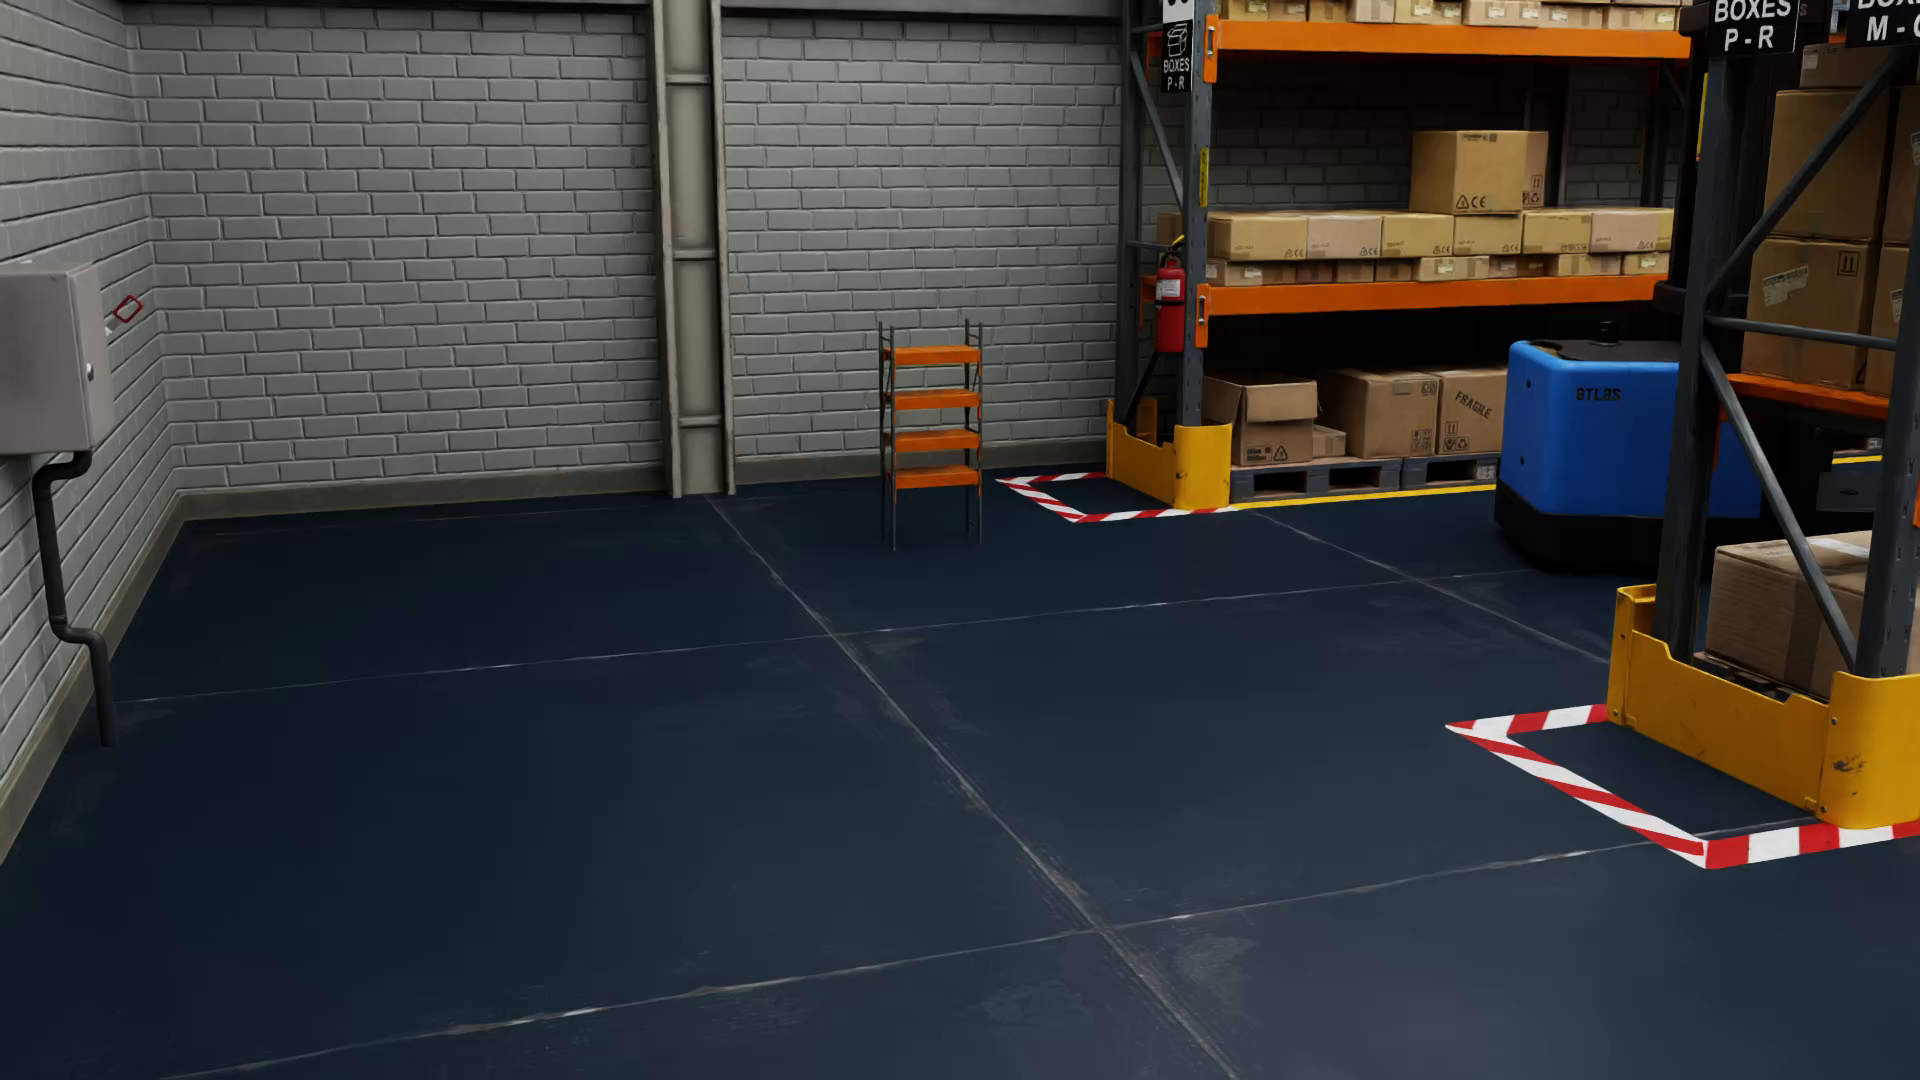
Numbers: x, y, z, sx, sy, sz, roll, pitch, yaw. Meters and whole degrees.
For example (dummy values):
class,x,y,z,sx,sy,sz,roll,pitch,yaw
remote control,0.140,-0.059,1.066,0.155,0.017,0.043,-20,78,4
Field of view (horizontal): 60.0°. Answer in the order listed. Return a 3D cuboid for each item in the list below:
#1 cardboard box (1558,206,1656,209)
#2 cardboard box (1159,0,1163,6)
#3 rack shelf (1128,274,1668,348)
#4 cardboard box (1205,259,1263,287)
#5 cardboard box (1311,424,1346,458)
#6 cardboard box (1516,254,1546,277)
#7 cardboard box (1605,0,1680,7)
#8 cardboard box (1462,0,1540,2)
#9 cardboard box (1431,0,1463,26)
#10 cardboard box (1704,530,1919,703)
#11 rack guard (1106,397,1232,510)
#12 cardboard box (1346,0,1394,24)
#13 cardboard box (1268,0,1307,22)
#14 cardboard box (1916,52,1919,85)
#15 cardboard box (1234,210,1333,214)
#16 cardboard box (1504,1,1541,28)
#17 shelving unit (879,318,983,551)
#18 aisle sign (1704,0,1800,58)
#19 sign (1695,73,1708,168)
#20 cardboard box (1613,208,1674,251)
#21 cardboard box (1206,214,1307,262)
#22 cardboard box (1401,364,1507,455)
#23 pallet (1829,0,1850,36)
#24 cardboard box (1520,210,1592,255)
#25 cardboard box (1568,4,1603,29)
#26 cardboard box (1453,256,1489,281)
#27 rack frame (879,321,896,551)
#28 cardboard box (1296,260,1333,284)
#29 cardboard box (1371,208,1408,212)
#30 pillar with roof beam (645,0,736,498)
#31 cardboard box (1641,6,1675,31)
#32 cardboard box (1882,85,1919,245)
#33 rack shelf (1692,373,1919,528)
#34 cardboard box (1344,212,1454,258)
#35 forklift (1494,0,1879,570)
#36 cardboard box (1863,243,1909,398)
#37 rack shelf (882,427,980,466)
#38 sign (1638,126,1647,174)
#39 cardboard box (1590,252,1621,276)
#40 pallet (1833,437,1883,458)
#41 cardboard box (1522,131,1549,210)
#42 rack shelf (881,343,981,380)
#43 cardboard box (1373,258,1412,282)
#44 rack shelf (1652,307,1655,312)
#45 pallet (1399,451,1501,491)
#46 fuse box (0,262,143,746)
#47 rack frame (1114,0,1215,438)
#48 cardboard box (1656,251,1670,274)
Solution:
class,x,y,z,sx,sy,sz,roll,pitch,yaw
cardboard box,4.451,-2.156,11.404,0.500,0.250,0.500,-5,14,-19
cardboard box,1.550,-3.389,10.110,0.500,0.250,0.500,-5,14,-19
rack shelf,3.111,-1.564,10.789,4.000,0.370,1.077,-4,14,-18
cardboard box,1.614,-1.608,9.963,0.250,0.149,0.380,-5,14,-18
cardboard box,2.240,-0.630,10.565,0.250,0.149,0.380,-5,14,-20
cardboard box,3.535,-1.779,10.681,0.250,0.149,0.380,-4,14,-17
cardboard box,4.139,-3.461,10.410,0.500,0.250,0.500,-5,14,-20
cardboard box,3.170,-3.390,10.112,0.500,0.250,0.500,-5,14,-19
cardboard box,2.810,-3.164,10.025,0.250,0.149,0.380,-5,14,-19
cardboard box,3.395,0.294,6.054,0.875,0.438,0.875,-5,14,-20
rack guard,1.287,-0.555,10.398,0.348,0.500,1.175,-4,14,-18
cardboard box,2.349,-3.112,9.803,0.250,0.149,0.380,-4,14,-17
cardboard box,1.831,-3.101,9.757,0.250,0.149,0.380,-4,14,-17
cardboard box,3.226,-1.494,5.162,0.250,0.149,0.380,-4,14,-17
cardboard box,2.055,-1.968,10.614,0.500,0.250,0.500,-4,14,-18
cardboard box,3.310,-3.187,10.119,0.250,0.149,0.380,-4,14,-17
shelving unit,-0.157,-0.571,8.953,0.503,1.200,0.258,-4,14,-18
aisle sign,2.635,-2.005,5.472,0.004,0.787,0.394,-4,14,-18
sign,2.642,-1.476,5.853,0.005,0.325,0.100,-4,14,-18
cardboard box,4.601,-2.042,10.926,0.500,0.250,0.500,-4,14,-17
cardboard box,1.731,-1.812,9.960,0.500,0.250,0.500,-4,14,-18
cardboard box,3.180,-0.850,10.729,0.500,0.500,0.500,-4,14,-17
pallet,5.647,-3.462,11.138,1.003,0.211,1.213,-4,14,-18
cardboard box,3.654,-1.968,10.614,0.500,0.250,0.500,-5,14,-18
cardboard box,3.772,-3.241,10.348,0.250,0.149,0.380,-4,14,-16
cardboard box,3.094,-1.716,10.417,0.250,0.149,0.380,-4,14,-17
rack frame,-0.388,-0.553,8.877,0.015,1.200,0.240,-4,14,-18
cardboard box,2.078,-1.664,10.198,0.250,0.149,0.380,-5,14,-19
cardboard box,3.022,-2.042,10.925,0.500,0.250,0.500,-4,14,-18
pillar with roof beam,-0.255,-3.739,5.416,0.400,9.000,9.100,-4,14,-18
cardboard box,4.269,-3.272,10.476,0.250,0.149,0.380,-4,14,-16
cardboard box,3.347,-1.186,5.268,0.500,0.500,0.500,-5,14,-19
rack shelf,4.697,-0.475,6.213,4.000,0.370,1.077,-4,14,-18
cardboard box,2.688,-1.887,10.277,0.500,0.250,0.500,-5,14,-19
forklift,4.465,-1.343,8.457,3.031,2.935,1.130,1,13,4
cardboard box,3.348,-0.699,5.382,0.500,0.500,0.500,-5,14,-19
rack shelf,-0.157,-0.506,8.968,0.480,0.148,0.258,-4,14,-18
sign,4.826,-2.746,11.703,0.005,0.325,0.100,-4,14,-18
cardboard box,4.049,-1.798,10.763,0.250,0.149,0.380,-4,14,-17
pallet,5.765,-0.773,11.936,1.213,0.211,1.003,-4,14,-18
cardboard box,3.510,-2.446,11.005,0.500,0.500,0.500,-5,14,-20
rack shelf,-0.157,-0.954,8.862,0.480,0.148,0.258,-4,14,-18
cardboard box,2.587,-1.690,10.308,0.250,0.149,0.380,-4,14,-17
rack shelf,6.902,-1.859,12.030,4.000,0.370,1.077,-4,14,-18
pallet,3.197,-0.563,11.054,1.213,0.211,1.003,-4,14,-18
fuse box,-3.067,-0.101,5.869,0.414,1.711,0.539,-4,14,-18
rack frame,1.215,-1.766,10.085,0.127,3.000,1.000,-4,14,-18
cardboard box,4.545,-1.836,10.923,0.250,0.149,0.380,-4,14,-17
